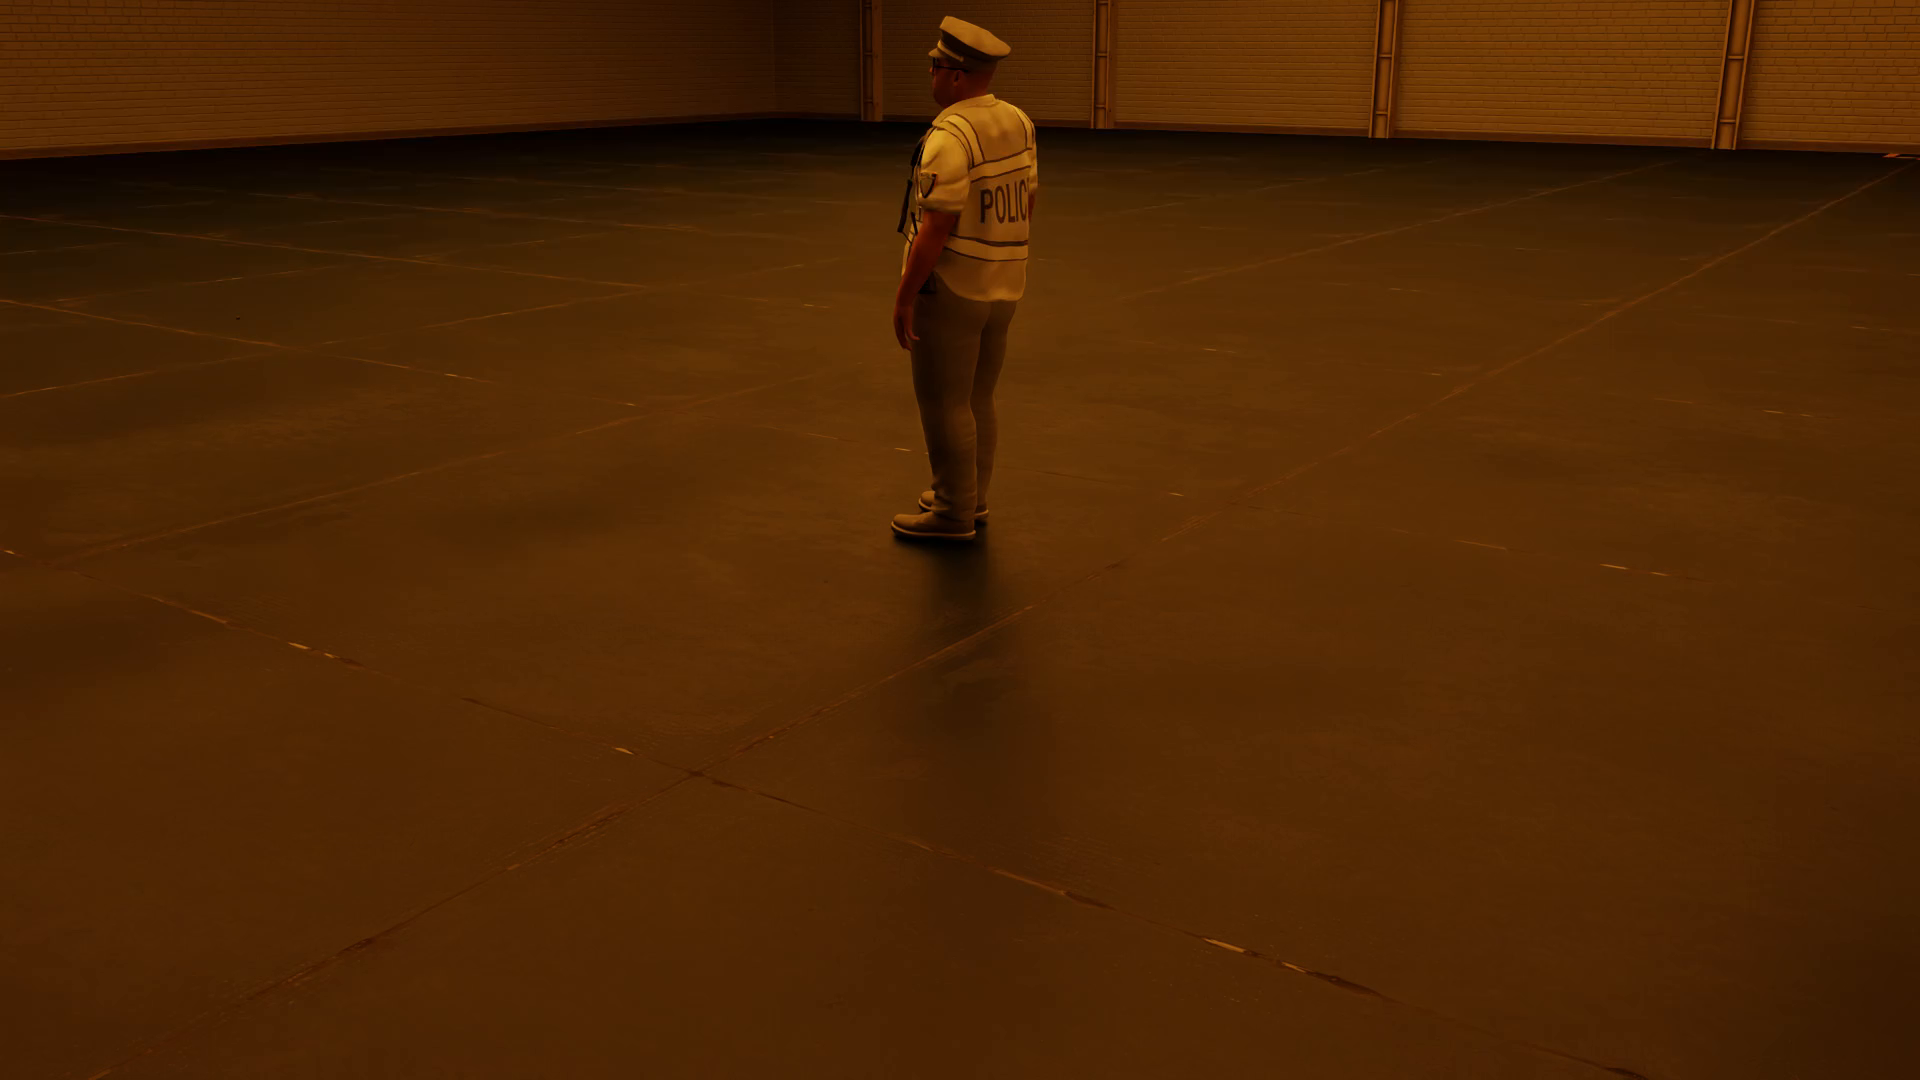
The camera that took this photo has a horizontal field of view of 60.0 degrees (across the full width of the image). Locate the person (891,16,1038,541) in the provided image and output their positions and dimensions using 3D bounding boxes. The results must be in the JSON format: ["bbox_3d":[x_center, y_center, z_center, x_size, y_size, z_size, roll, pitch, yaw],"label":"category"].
[{"bbox_3d":[-0.057,-0.876,5.743,0.575,1.781,0.640,11,20,33],"label":"person"}]
